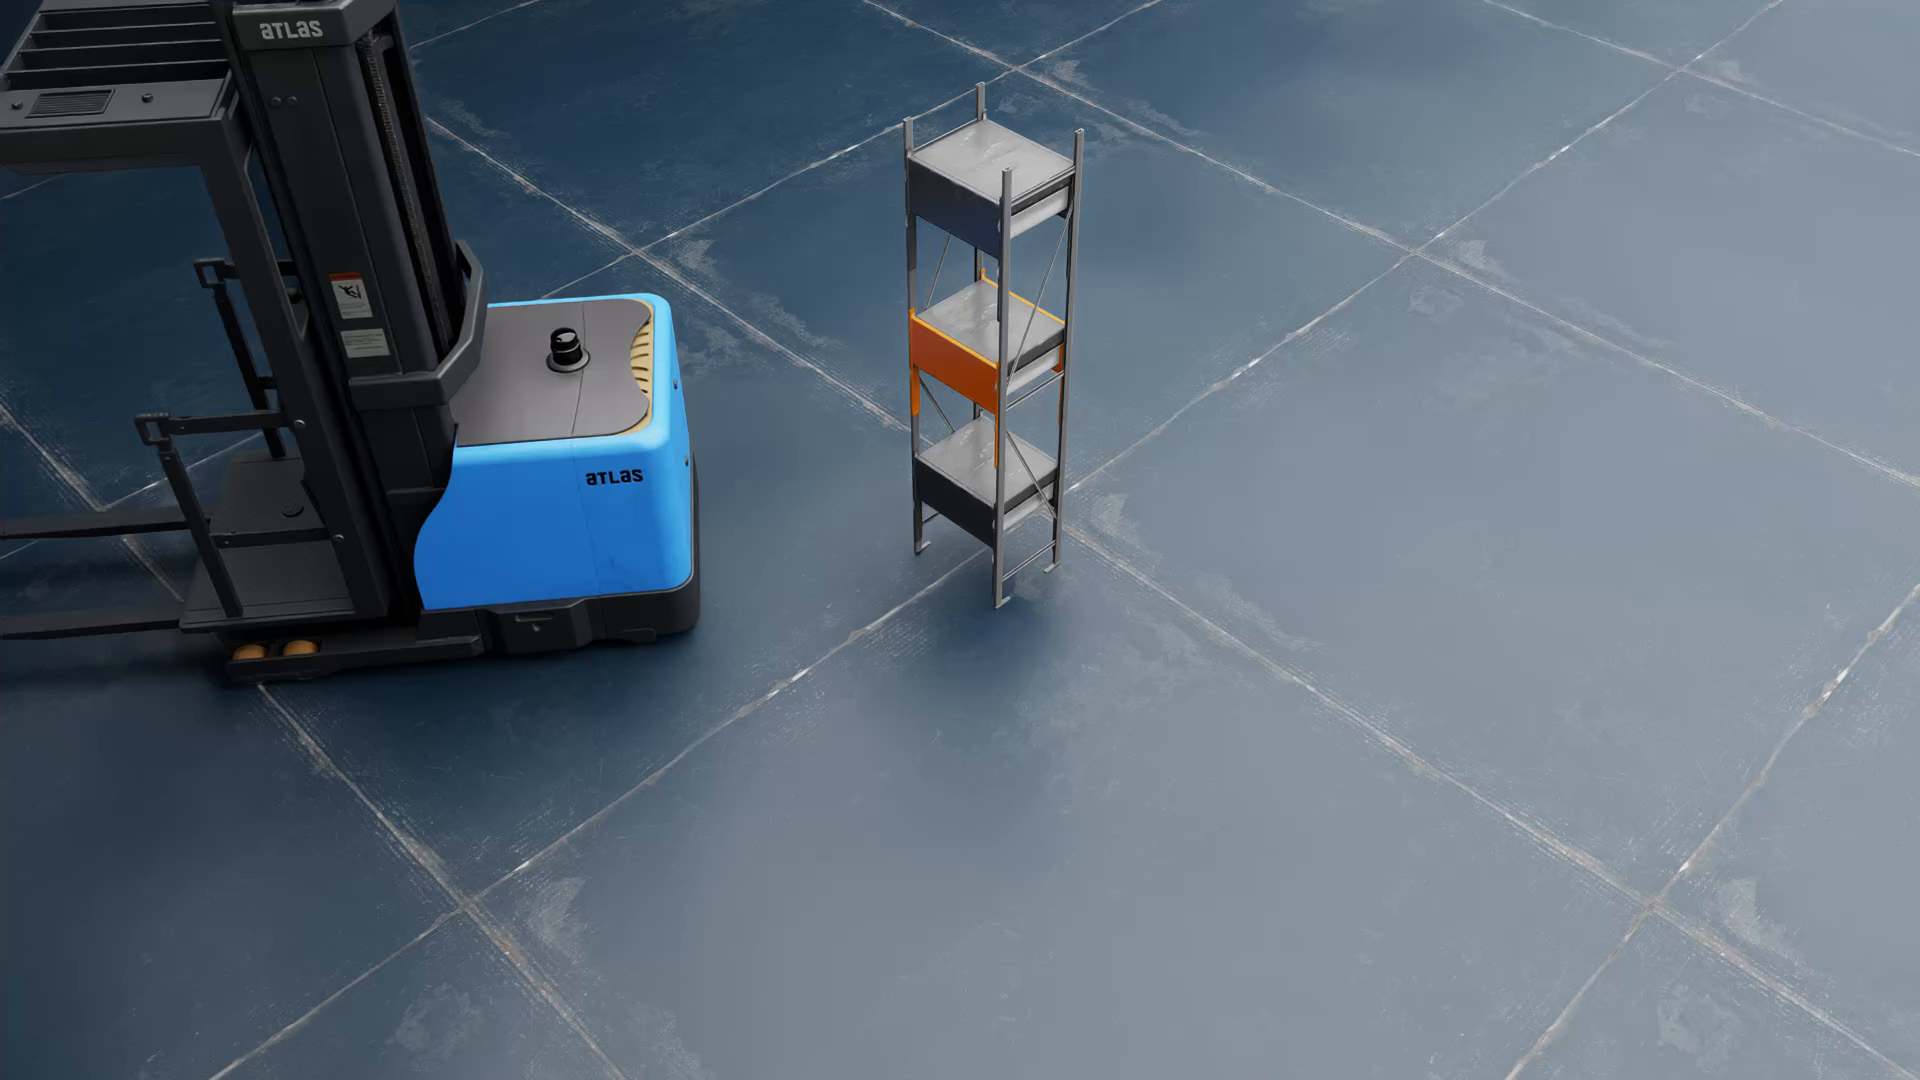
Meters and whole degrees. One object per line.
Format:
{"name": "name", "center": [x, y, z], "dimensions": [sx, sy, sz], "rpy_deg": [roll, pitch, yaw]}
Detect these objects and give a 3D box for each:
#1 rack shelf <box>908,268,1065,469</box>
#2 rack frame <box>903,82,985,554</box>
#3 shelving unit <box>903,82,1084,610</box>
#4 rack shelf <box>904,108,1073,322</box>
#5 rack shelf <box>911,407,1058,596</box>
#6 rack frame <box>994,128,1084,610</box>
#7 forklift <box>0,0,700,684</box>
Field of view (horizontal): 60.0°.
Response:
{"name": "rack shelf", "center": [0.117, -0.682, 6.578], "dimensions": [0.431, 0.518, 0.480], "rpy_deg": [-34, 53, -31]}
{"name": "rack frame", "center": [-0.055, -0.809, 6.696], "dimensions": [0.400, 2.100, 0.015], "rpy_deg": [-34, 53, -31]}
{"name": "shelving unit", "center": [0.117, -0.692, 6.569], "dimensions": [0.431, 2.100, 0.503], "rpy_deg": [-34, 53, -31]}
{"name": "rack shelf", "center": [0.117, -1.196, 6.103], "dimensions": [0.431, 0.518, 0.480], "rpy_deg": [-34, 53, -31]}
{"name": "rack shelf", "center": [0.117, -0.167, 7.053], "dimensions": [0.431, 0.518, 0.480], "rpy_deg": [-34, 53, -31]}
{"name": "rack frame", "center": [0.289, -0.574, 6.442], "dimensions": [0.400, 2.100, 0.015], "rpy_deg": [-34, 53, -31]}
{"name": "forklift", "center": [-2.639, -0.875, 6.155], "dimensions": [3.031, 2.935, 1.130], "rpy_deg": [-5, 43, -5]}
